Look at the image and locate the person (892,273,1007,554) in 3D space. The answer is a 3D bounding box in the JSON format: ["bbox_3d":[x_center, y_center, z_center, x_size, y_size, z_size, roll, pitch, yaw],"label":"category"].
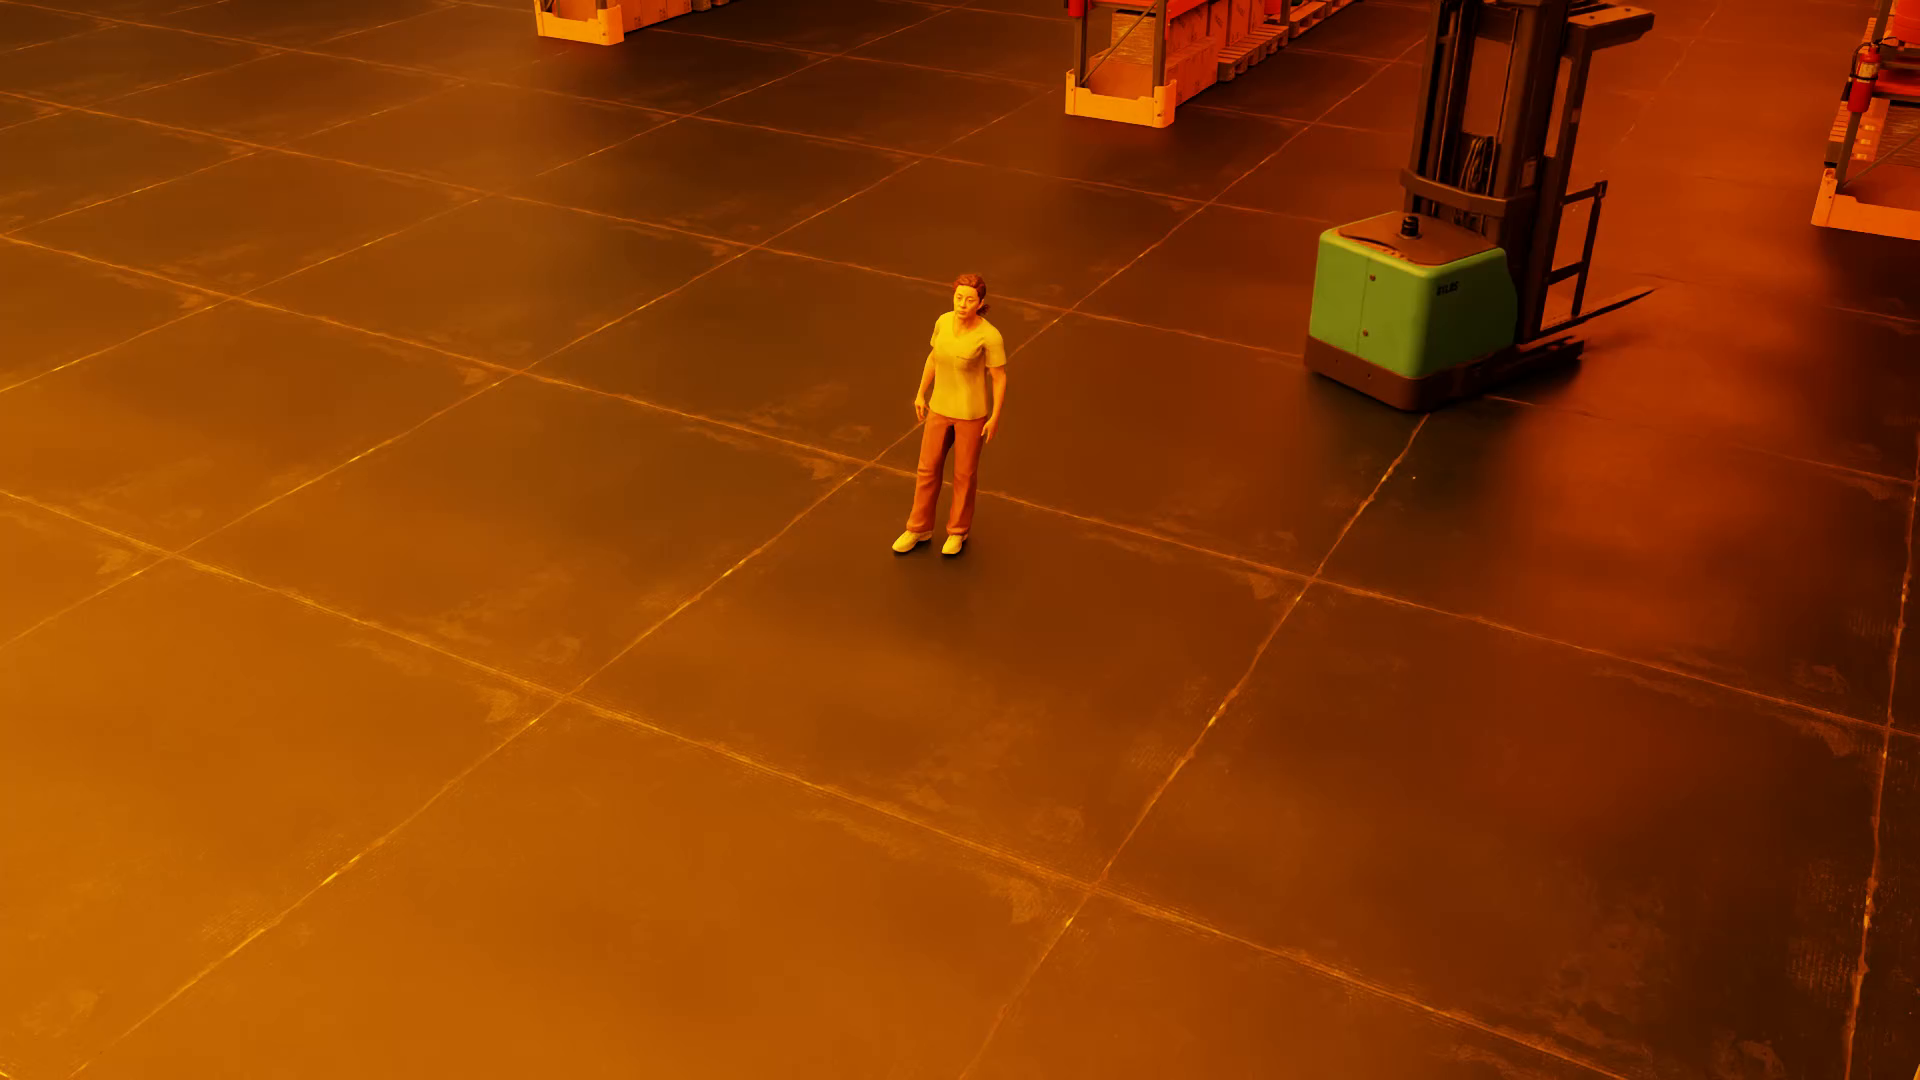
[{"bbox_3d":[-0.046,-0.703,9.529,0.553,1.673,0.548,15,33,25],"label":"person"}]

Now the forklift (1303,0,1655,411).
[{"bbox_3d":[3.987,-2.727,11.797,3.031,2.935,1.130,-20,35,-30],"label":"forklift"}]
